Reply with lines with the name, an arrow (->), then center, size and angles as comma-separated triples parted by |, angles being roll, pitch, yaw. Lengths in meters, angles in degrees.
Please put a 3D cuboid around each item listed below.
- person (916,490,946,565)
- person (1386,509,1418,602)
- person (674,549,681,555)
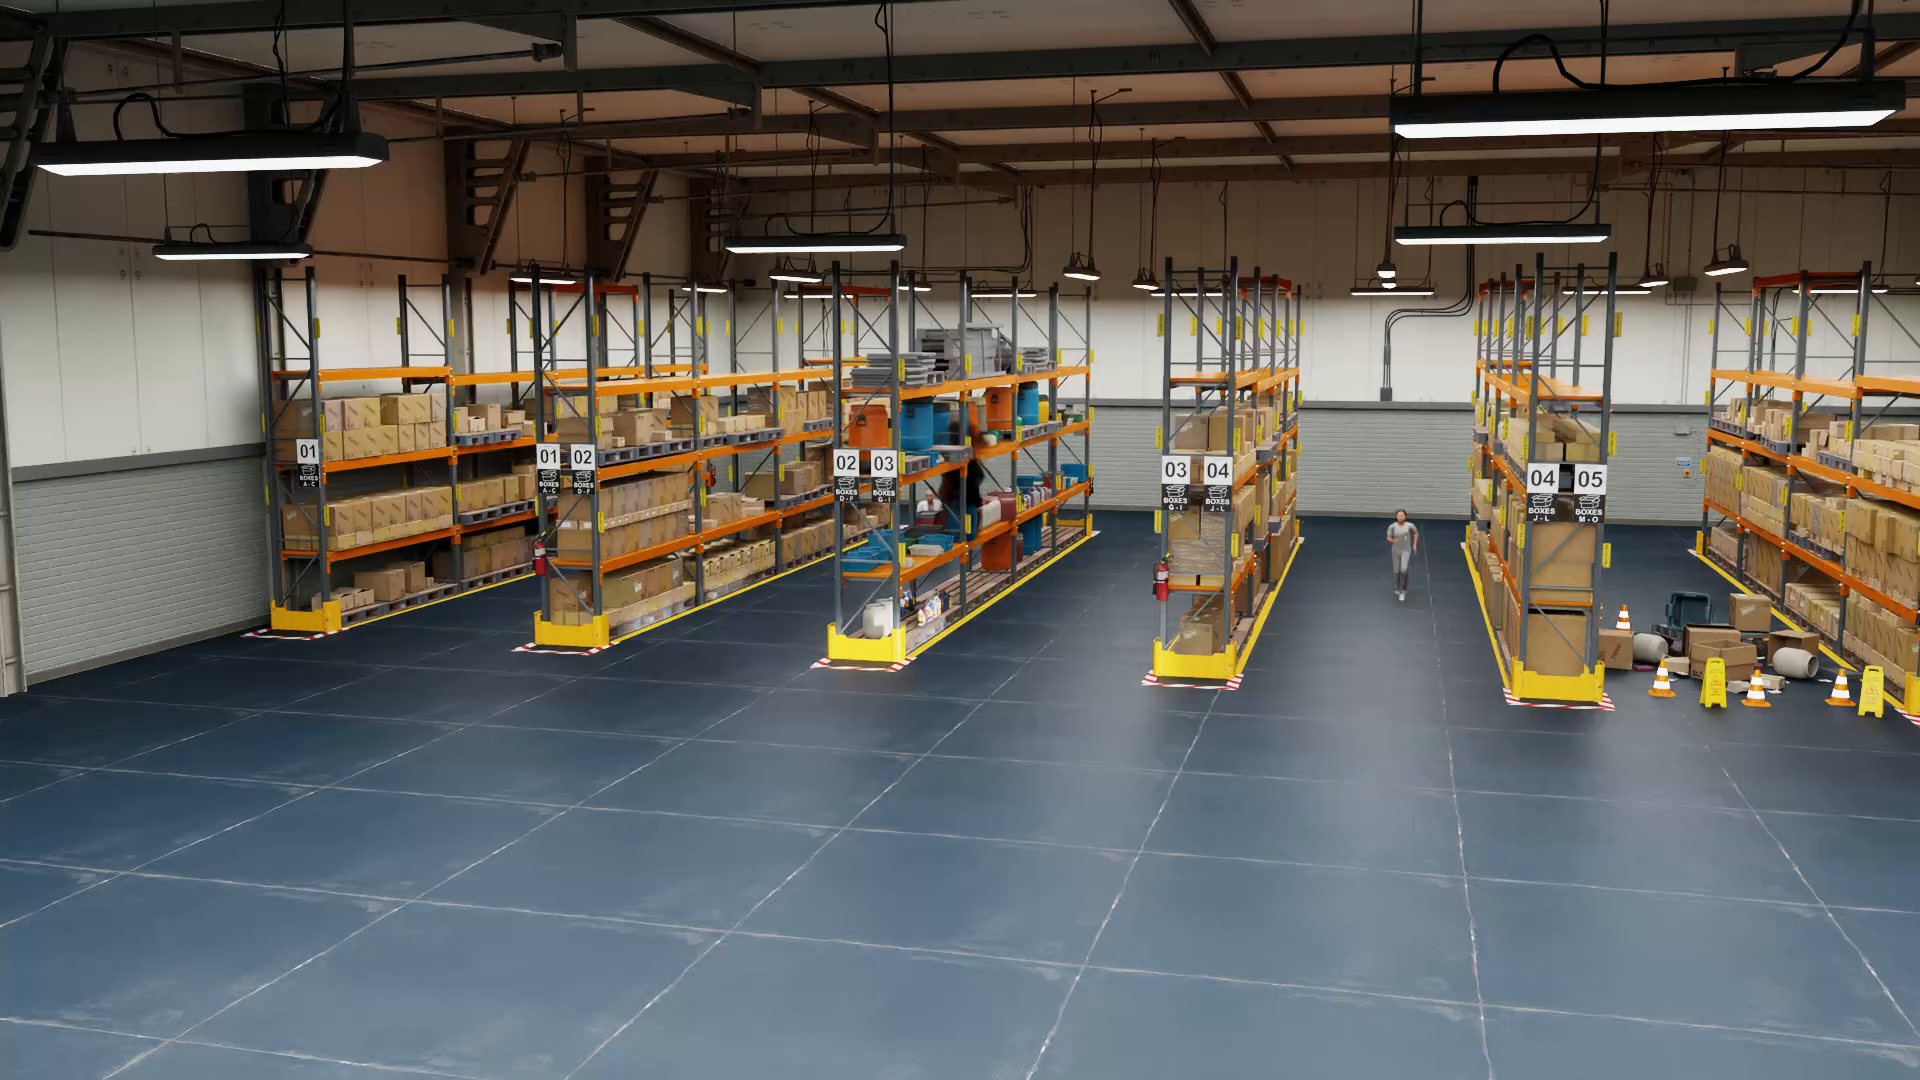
person -> -0.581, -0.143, 34.836 | 0.694, 1.482, 0.815 | 1, 7, 7
person -> 8.181, 0.272, 30.823 | 0.542, 1.712, 0.818 | 3, 8, 21
person -> -6.293, -0.459, 36.704 | 0.586, 1.627, 0.534 | 0, 7, -2
